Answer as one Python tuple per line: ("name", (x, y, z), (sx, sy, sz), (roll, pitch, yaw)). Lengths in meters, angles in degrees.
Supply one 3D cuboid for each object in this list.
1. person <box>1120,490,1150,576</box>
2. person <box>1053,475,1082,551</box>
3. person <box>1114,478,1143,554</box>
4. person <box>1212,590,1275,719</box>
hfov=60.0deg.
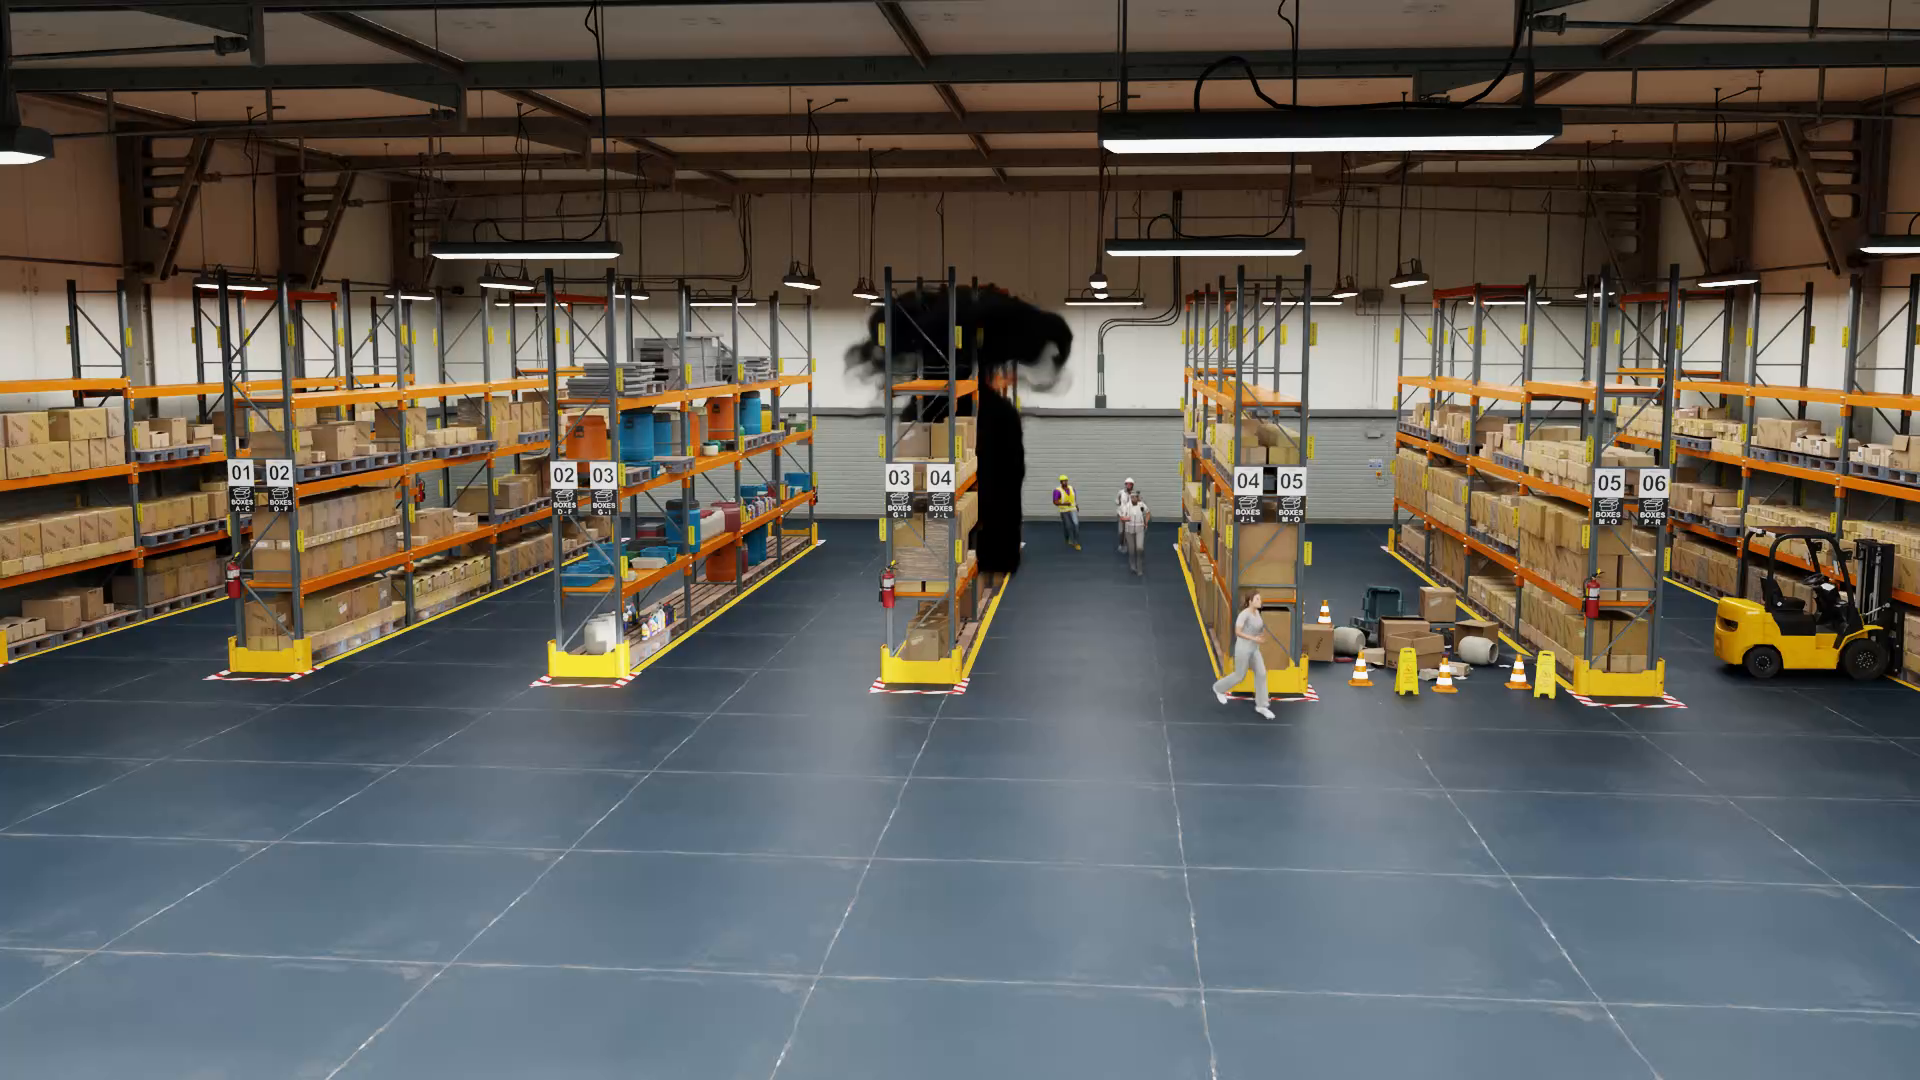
("person", (3.712, -0.149, 35.332), (0.640, 1.852, 0.795), (1, 7, 8))
("person", (2.537, -0.657, 39.391), (0.700, 1.765, 0.832), (-2, 7, -16))
("person", (3.906, -0.551, 38.698), (0.660, 1.794, 0.706), (2, 7, 14))
("person", (3.812, 1.487, 22.189), (1.013, 1.670, 0.587), (6, 9, 42))
